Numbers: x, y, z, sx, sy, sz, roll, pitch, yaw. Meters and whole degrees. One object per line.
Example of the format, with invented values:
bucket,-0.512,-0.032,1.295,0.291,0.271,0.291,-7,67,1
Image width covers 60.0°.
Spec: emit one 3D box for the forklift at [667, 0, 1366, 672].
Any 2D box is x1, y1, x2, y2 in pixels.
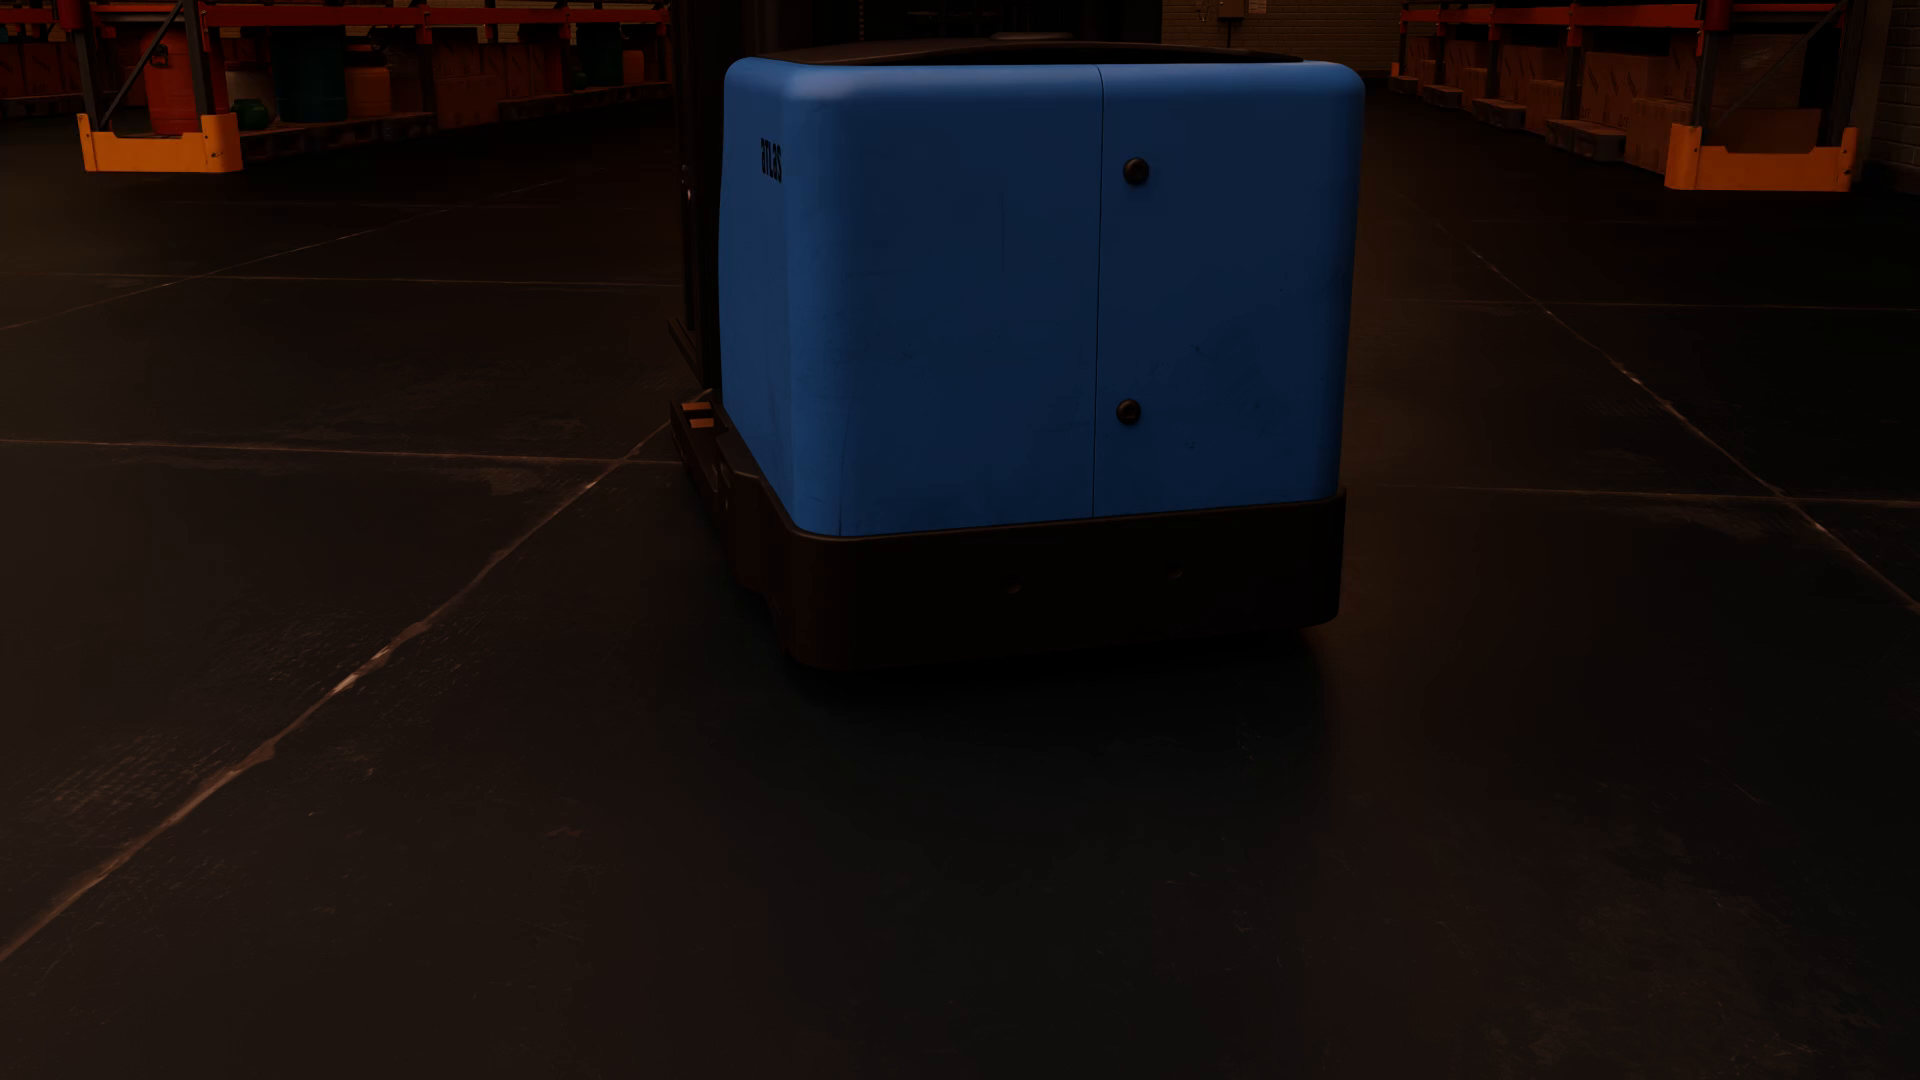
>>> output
forklift,-0.159,-1.575,3.946,1.130,2.935,3.031,-5,18,-14
